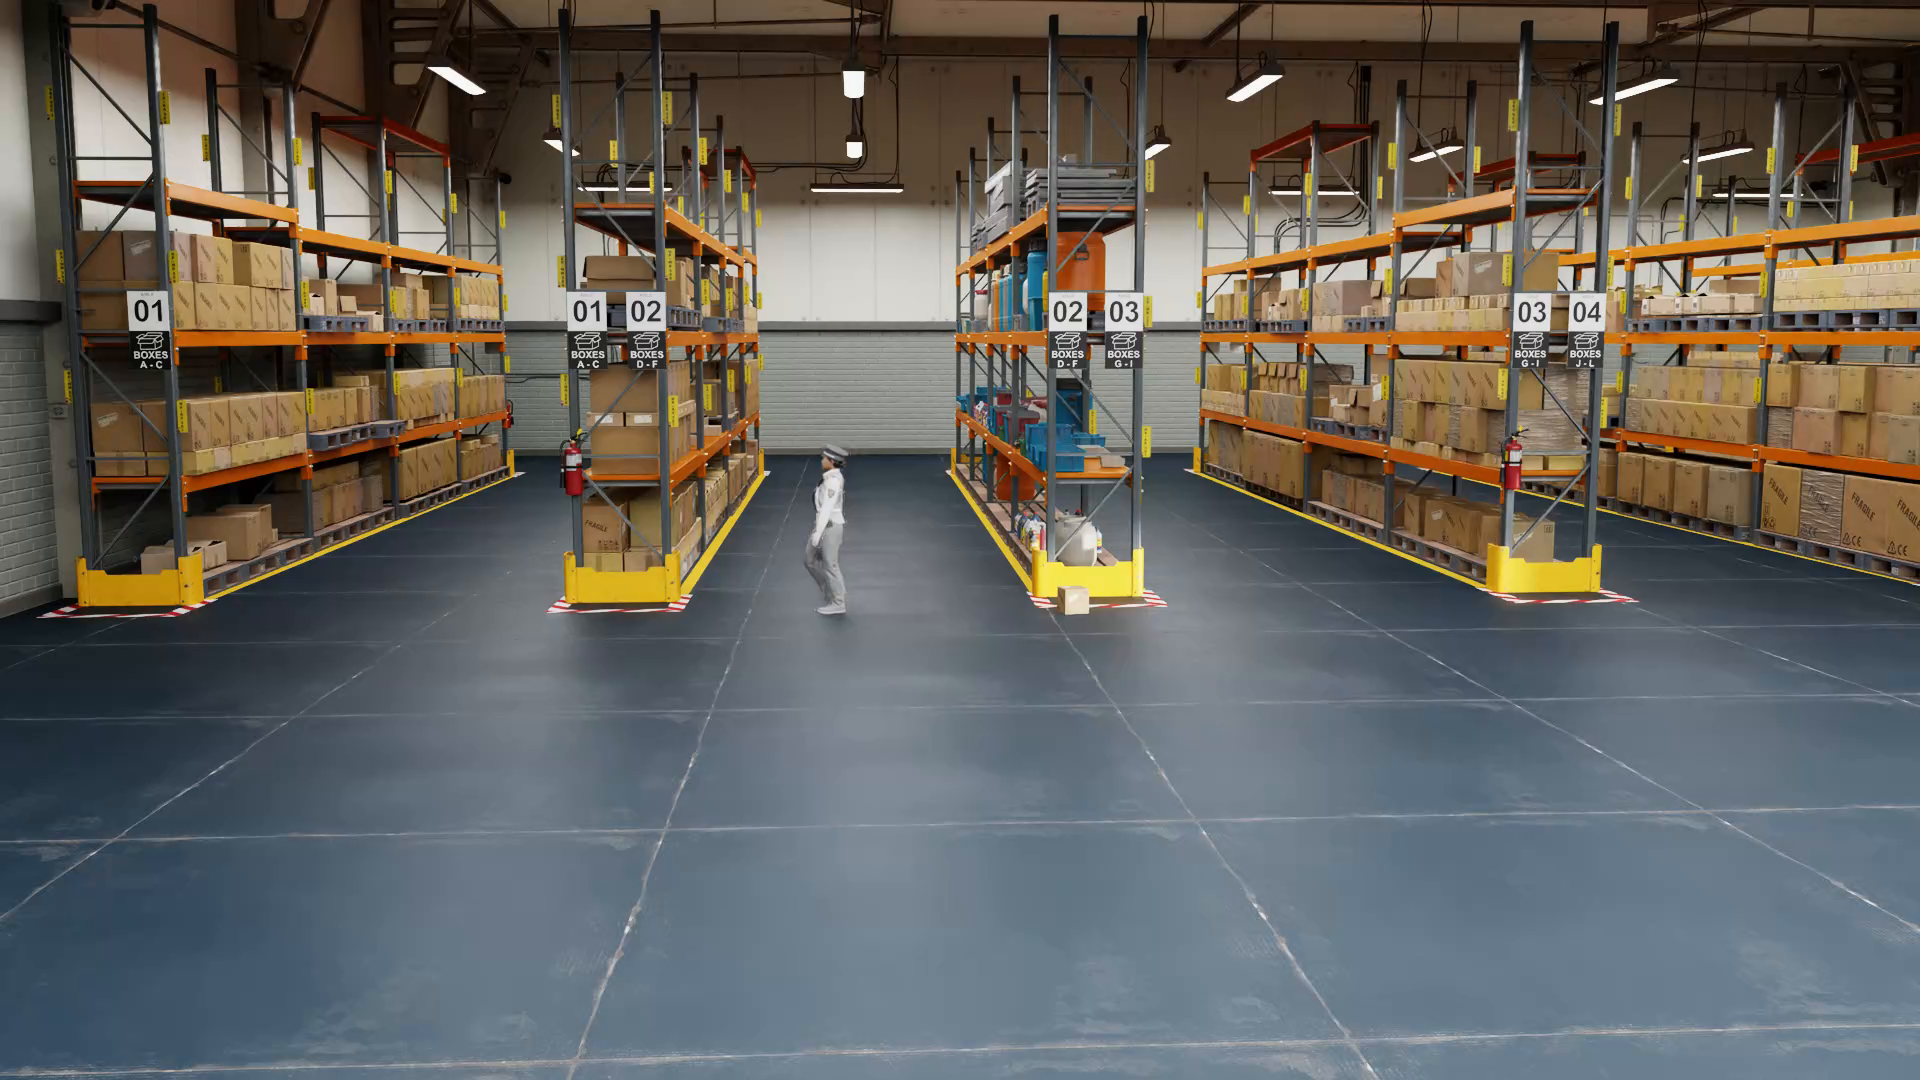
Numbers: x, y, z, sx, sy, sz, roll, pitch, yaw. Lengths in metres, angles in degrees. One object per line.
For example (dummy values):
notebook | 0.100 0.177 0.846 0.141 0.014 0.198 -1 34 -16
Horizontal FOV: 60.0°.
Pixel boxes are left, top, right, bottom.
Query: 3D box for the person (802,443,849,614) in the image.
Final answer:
person | -1.320 -0.094 16.344 0.460 1.720 0.486 -1 7 -7
